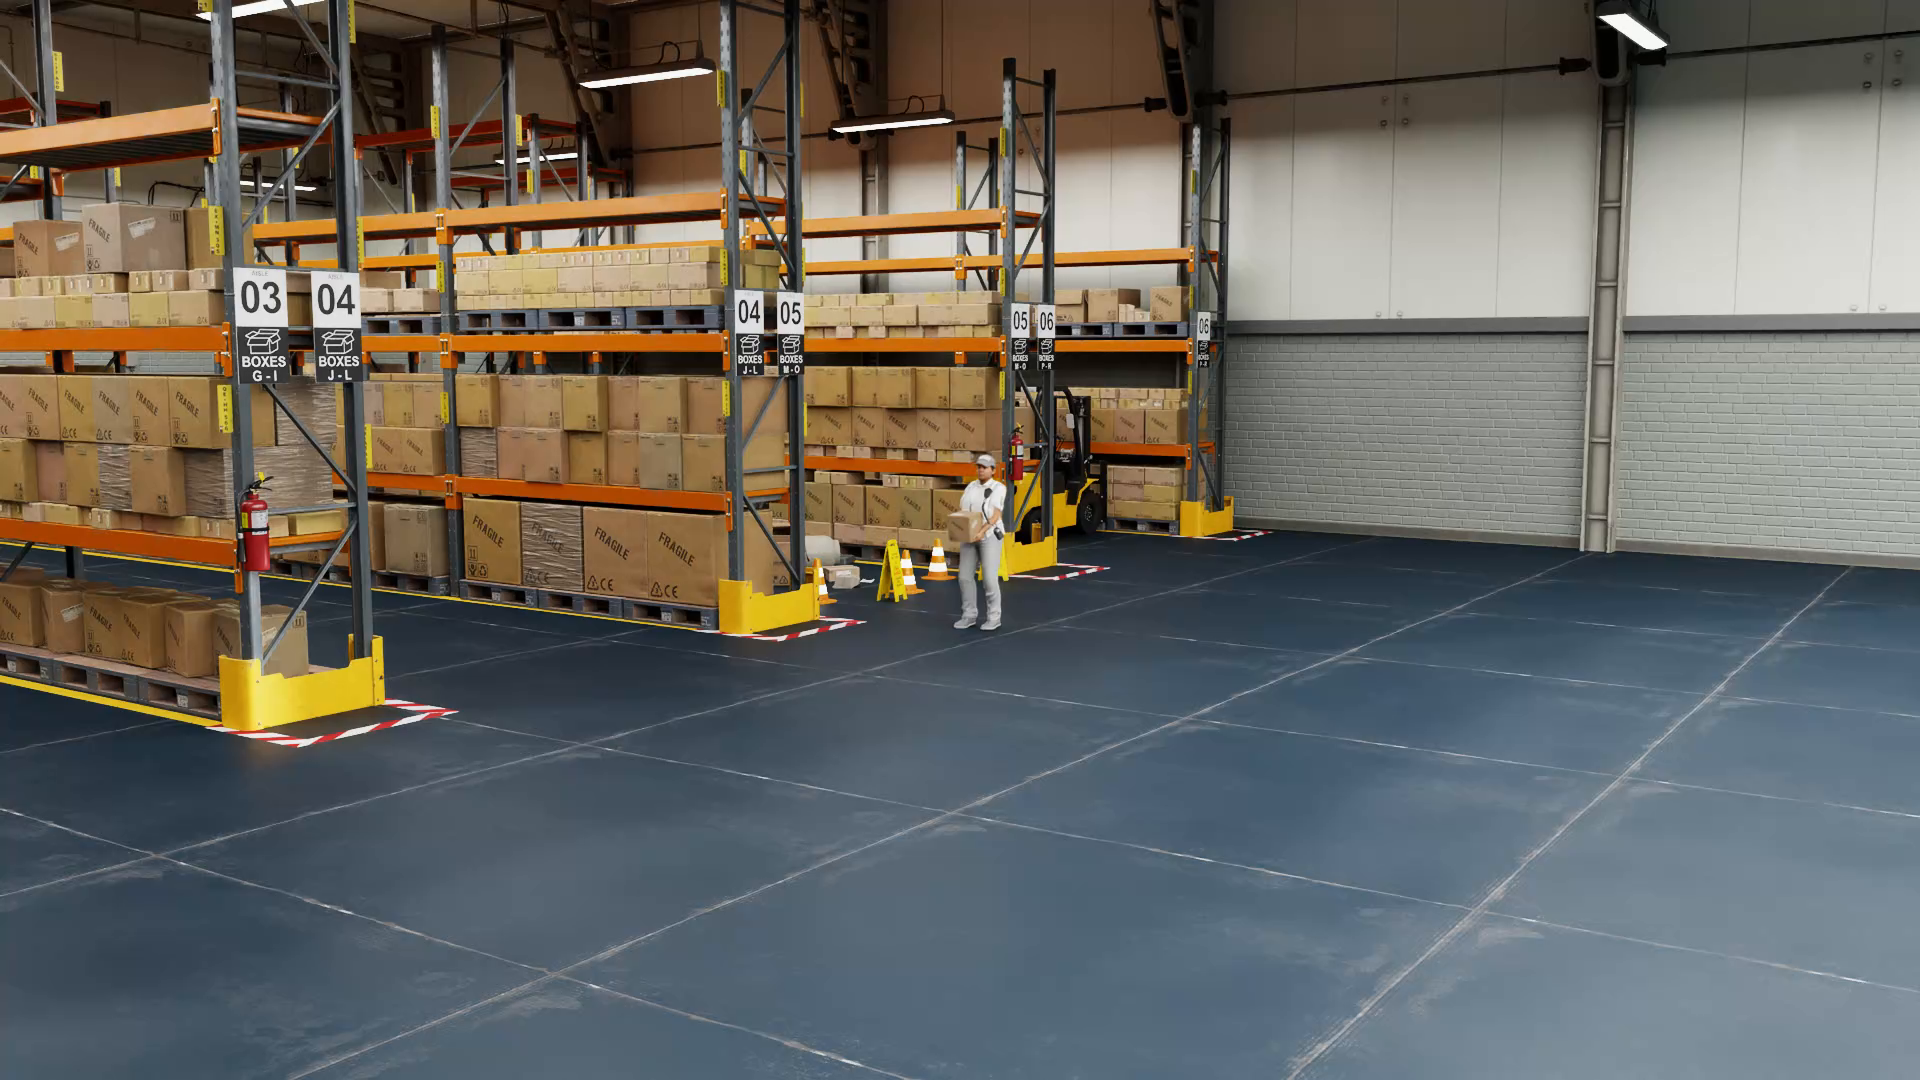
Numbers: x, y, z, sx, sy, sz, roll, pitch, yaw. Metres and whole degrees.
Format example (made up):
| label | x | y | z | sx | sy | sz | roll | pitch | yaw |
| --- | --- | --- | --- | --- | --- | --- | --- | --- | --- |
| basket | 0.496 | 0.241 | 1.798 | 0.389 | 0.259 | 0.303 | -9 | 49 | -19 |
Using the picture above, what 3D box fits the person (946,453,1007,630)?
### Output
| label | x | y | z | sx | sy | sz | roll | pitch | yaw |
| --- | --- | --- | --- | --- | --- | --- | --- | --- | --- |
| person | 0.179 | 0.011 | 15.874 | 0.529 | 1.670 | 0.464 | 4 | 7 | 31 |
